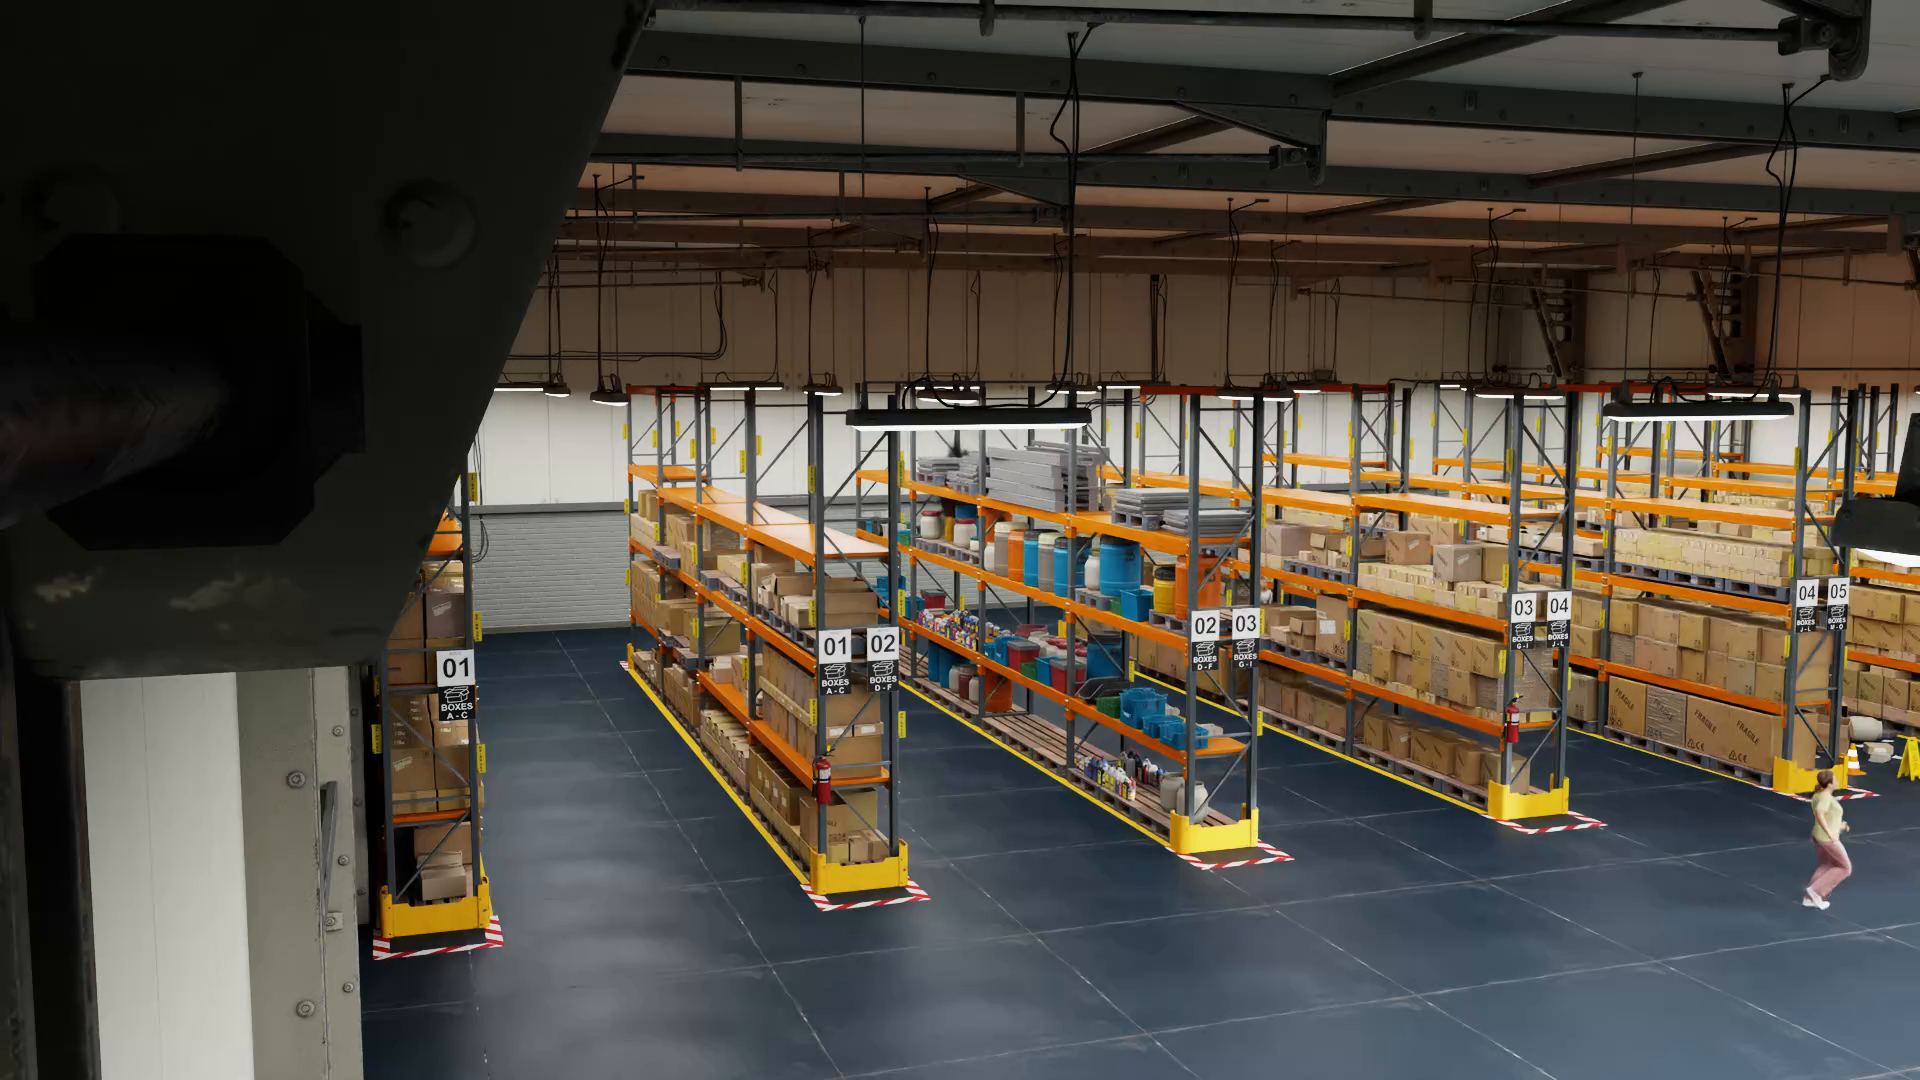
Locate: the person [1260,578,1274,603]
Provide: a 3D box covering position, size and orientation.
[{"bbox_3d":[6.740,1.659,37.119,0.585,1.654,0.936,-2,6,-16],"label":"person"}]

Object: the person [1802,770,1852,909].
[{"bbox_3d":[10.159,3.507,19.449,0.494,1.643,0.561,1,6,10],"label":"person"}]
